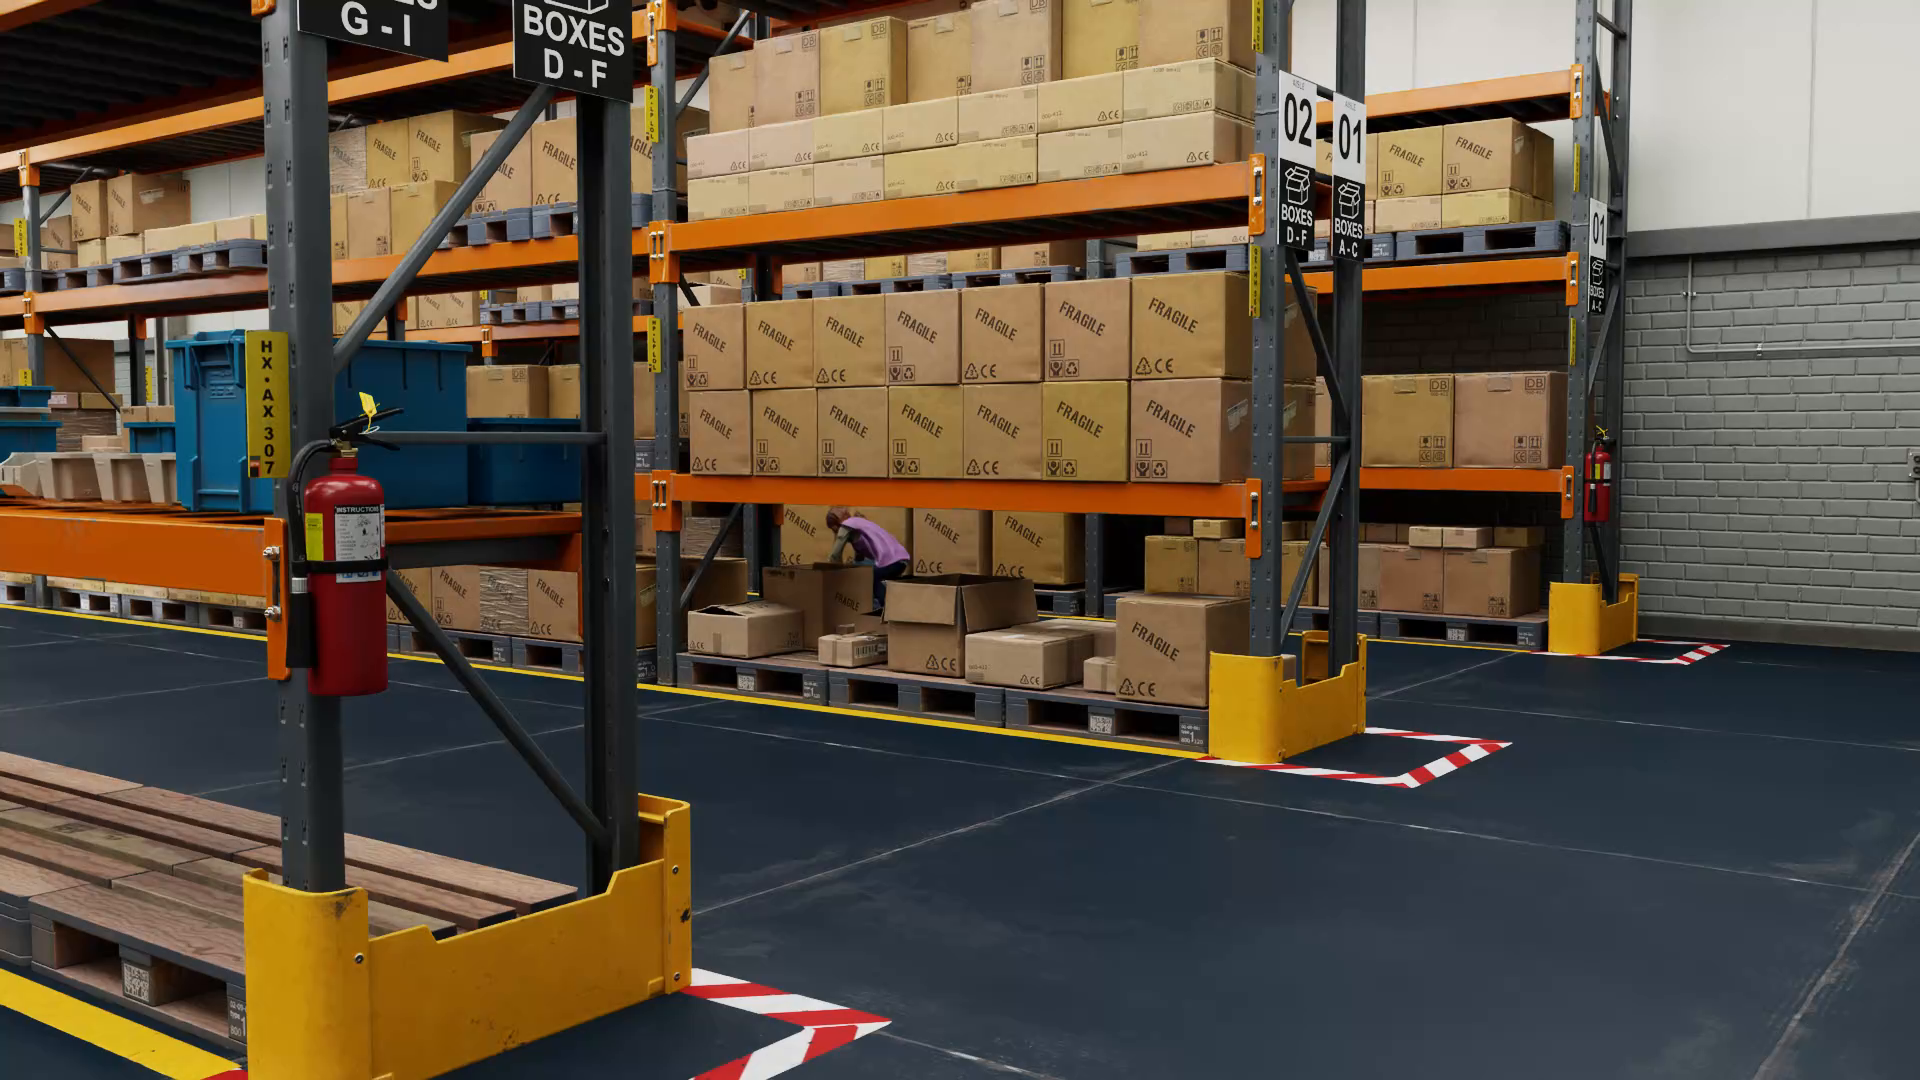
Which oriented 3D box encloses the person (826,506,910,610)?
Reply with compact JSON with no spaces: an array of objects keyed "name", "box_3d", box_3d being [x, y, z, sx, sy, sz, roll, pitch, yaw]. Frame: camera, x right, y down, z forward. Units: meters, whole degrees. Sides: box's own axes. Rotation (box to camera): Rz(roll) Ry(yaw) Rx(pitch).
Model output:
[{"name":"person","box_3d":[-0.793,0.202,13.872,0.782,0.961,0.452,2,4,36]}]
